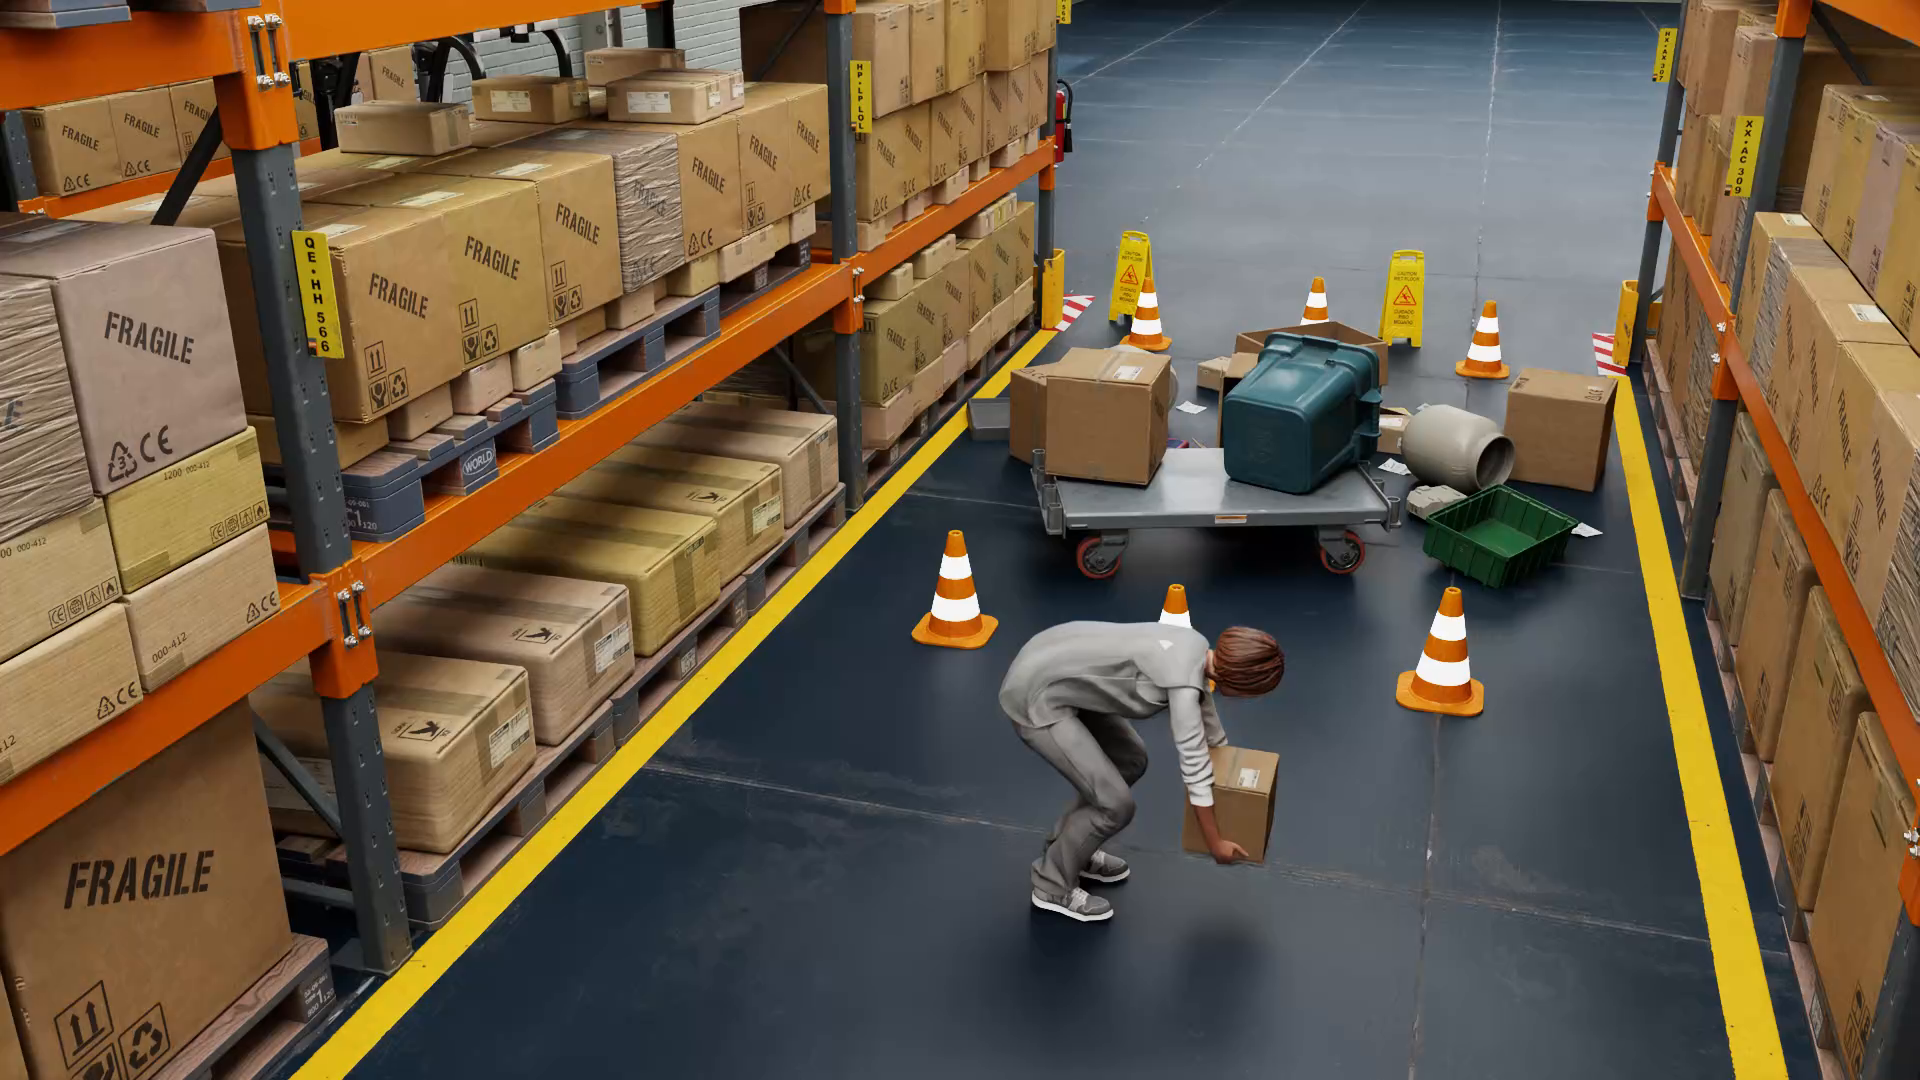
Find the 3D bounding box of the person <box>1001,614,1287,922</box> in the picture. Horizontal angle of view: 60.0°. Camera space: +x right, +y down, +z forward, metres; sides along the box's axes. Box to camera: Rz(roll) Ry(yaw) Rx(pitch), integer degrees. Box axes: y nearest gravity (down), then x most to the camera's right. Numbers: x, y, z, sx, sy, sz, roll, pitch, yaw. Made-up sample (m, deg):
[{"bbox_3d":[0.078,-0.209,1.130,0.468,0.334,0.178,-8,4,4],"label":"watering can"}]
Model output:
[{"bbox_3d":[0.551,0.686,5.174,0.856,1.034,0.414,5,23,13],"label":"person"}]
